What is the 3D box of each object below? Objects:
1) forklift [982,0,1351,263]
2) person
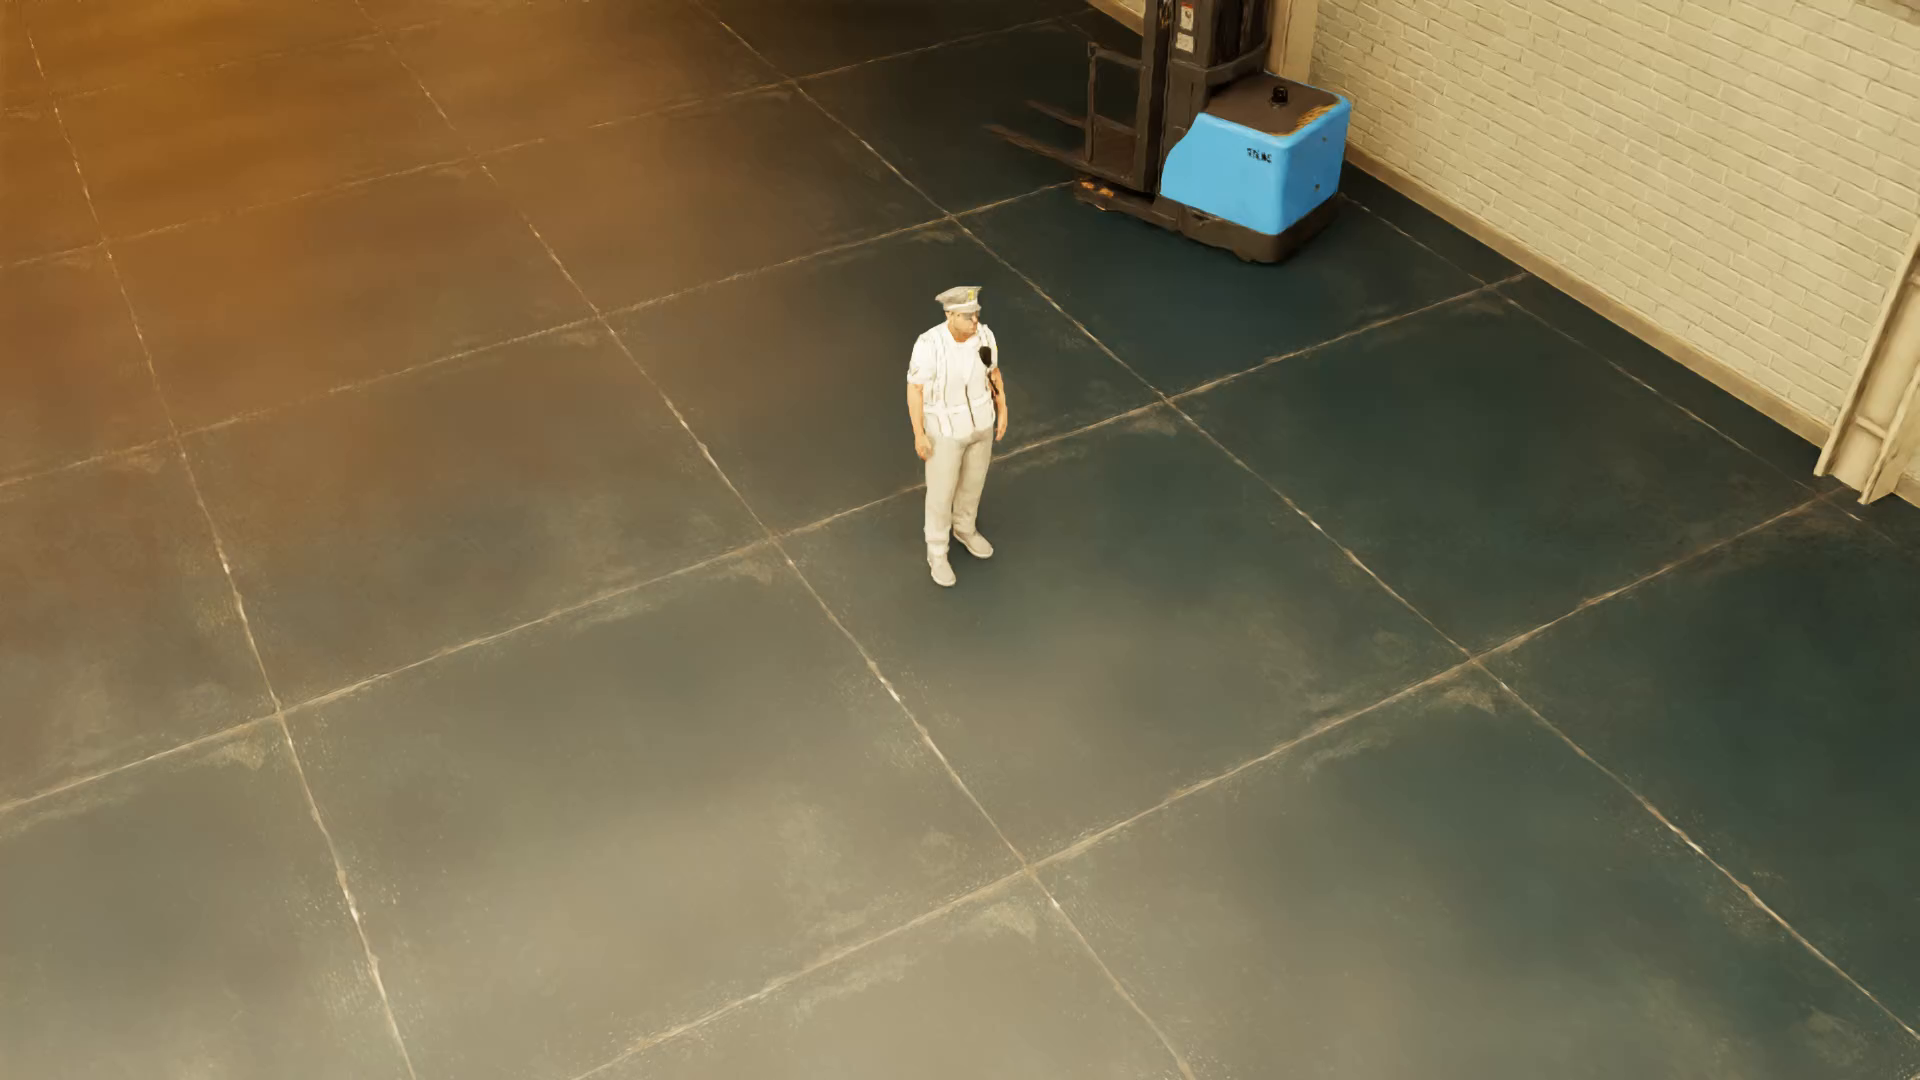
[{"bbox_3d":[1.561,-4.054,12.924,3.031,2.935,1.130,28,47,30],"label":"forklift"},{"bbox_3d":[0.029,-0.645,9.702,0.640,1.781,0.574,-20,44,-23],"label":"person"}]
